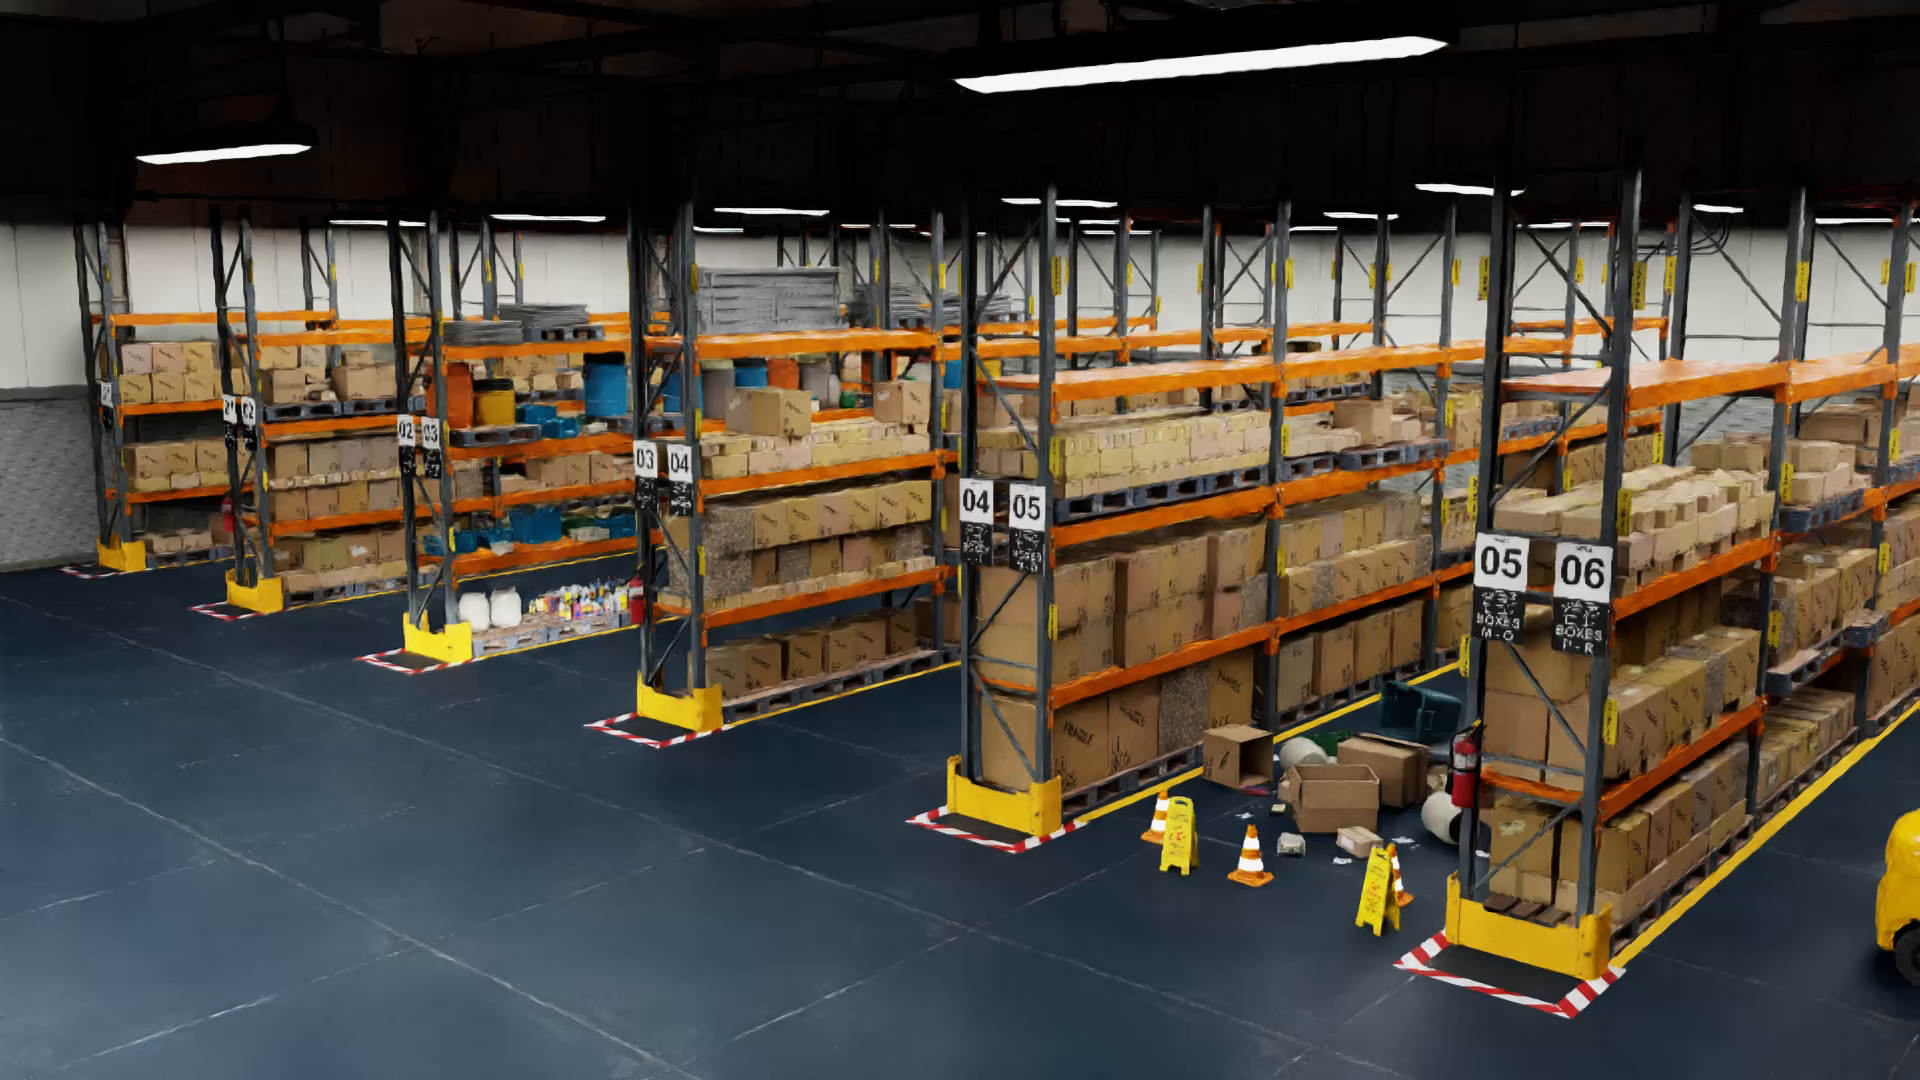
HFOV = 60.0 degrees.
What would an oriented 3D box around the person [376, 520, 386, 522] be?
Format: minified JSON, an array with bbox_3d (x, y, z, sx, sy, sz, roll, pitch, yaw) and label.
[{"bbox_3d":[-10.320,-0.585,29.543,0.701,1.717,0.849,4,10,24],"label":"person"}]
